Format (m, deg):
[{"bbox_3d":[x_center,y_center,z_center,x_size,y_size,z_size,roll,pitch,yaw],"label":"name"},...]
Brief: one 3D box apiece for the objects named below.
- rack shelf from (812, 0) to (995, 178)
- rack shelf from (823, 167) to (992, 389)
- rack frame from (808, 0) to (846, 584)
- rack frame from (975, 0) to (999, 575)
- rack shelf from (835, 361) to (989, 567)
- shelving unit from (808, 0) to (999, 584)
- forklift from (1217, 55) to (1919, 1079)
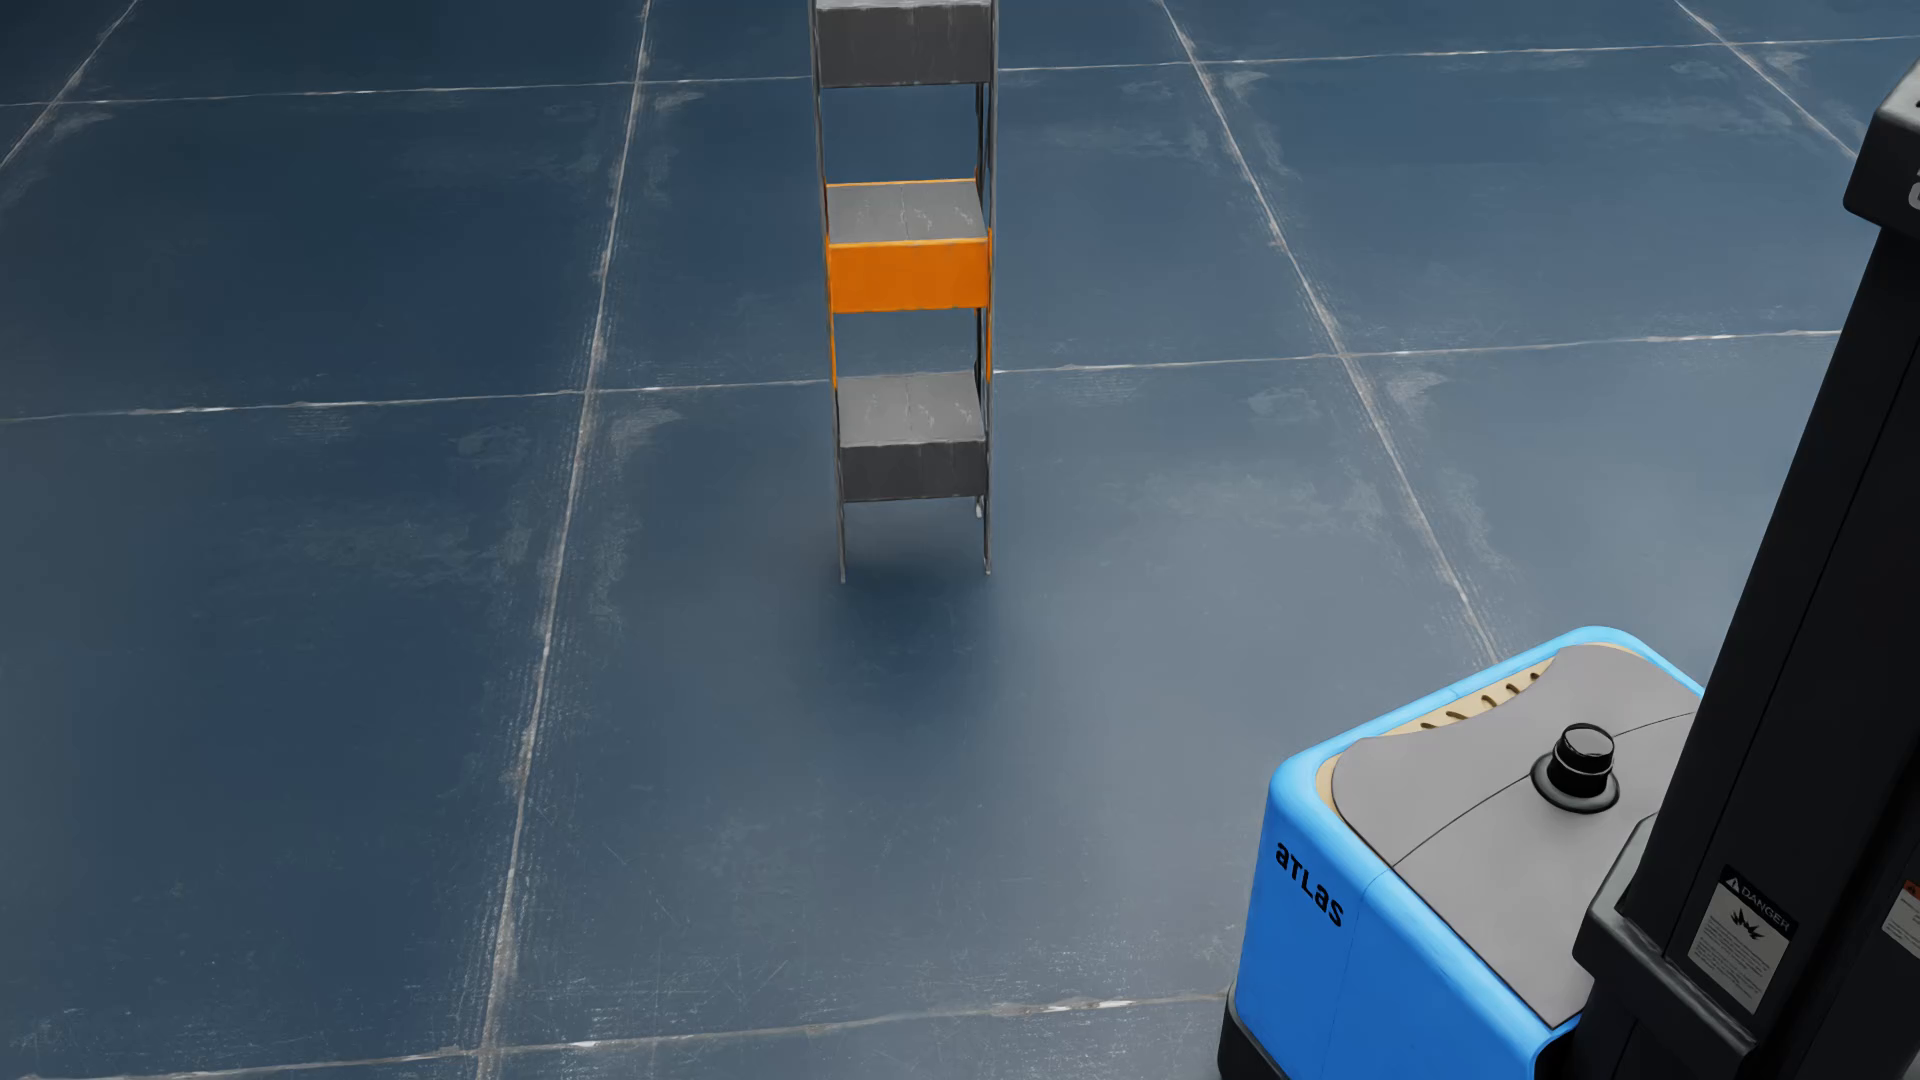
[{"bbox_3d":[-0.165,-1.354,4.663,0.480,0.518,0.431,-3,38,-4],"label":"rack shelf"},{"bbox_3d":[-0.165,-0.805,5.097,0.480,0.518,0.431,-3,38,-4],"label":"rack shelf"},{"bbox_3d":[-0.408,-0.802,5.071,0.015,2.100,0.400,-3,38,-4],"label":"rack frame"},{"bbox_3d":[0.078,-0.829,5.105,0.015,2.100,0.400,-3,38,-4],"label":"rack frame"},{"bbox_3d":[-0.165,-0.255,5.530,0.480,0.518,0.431,-3,38,-4],"label":"rack shelf"},{"bbox_3d":[-0.165,-0.815,5.088,0.503,2.100,0.431,-3,38,-4],"label":"shelving unit"},{"bbox_3d":[1.786,0.807,2.361,1.130,2.935,3.031,-19,42,-23],"label":"forklift"}]
